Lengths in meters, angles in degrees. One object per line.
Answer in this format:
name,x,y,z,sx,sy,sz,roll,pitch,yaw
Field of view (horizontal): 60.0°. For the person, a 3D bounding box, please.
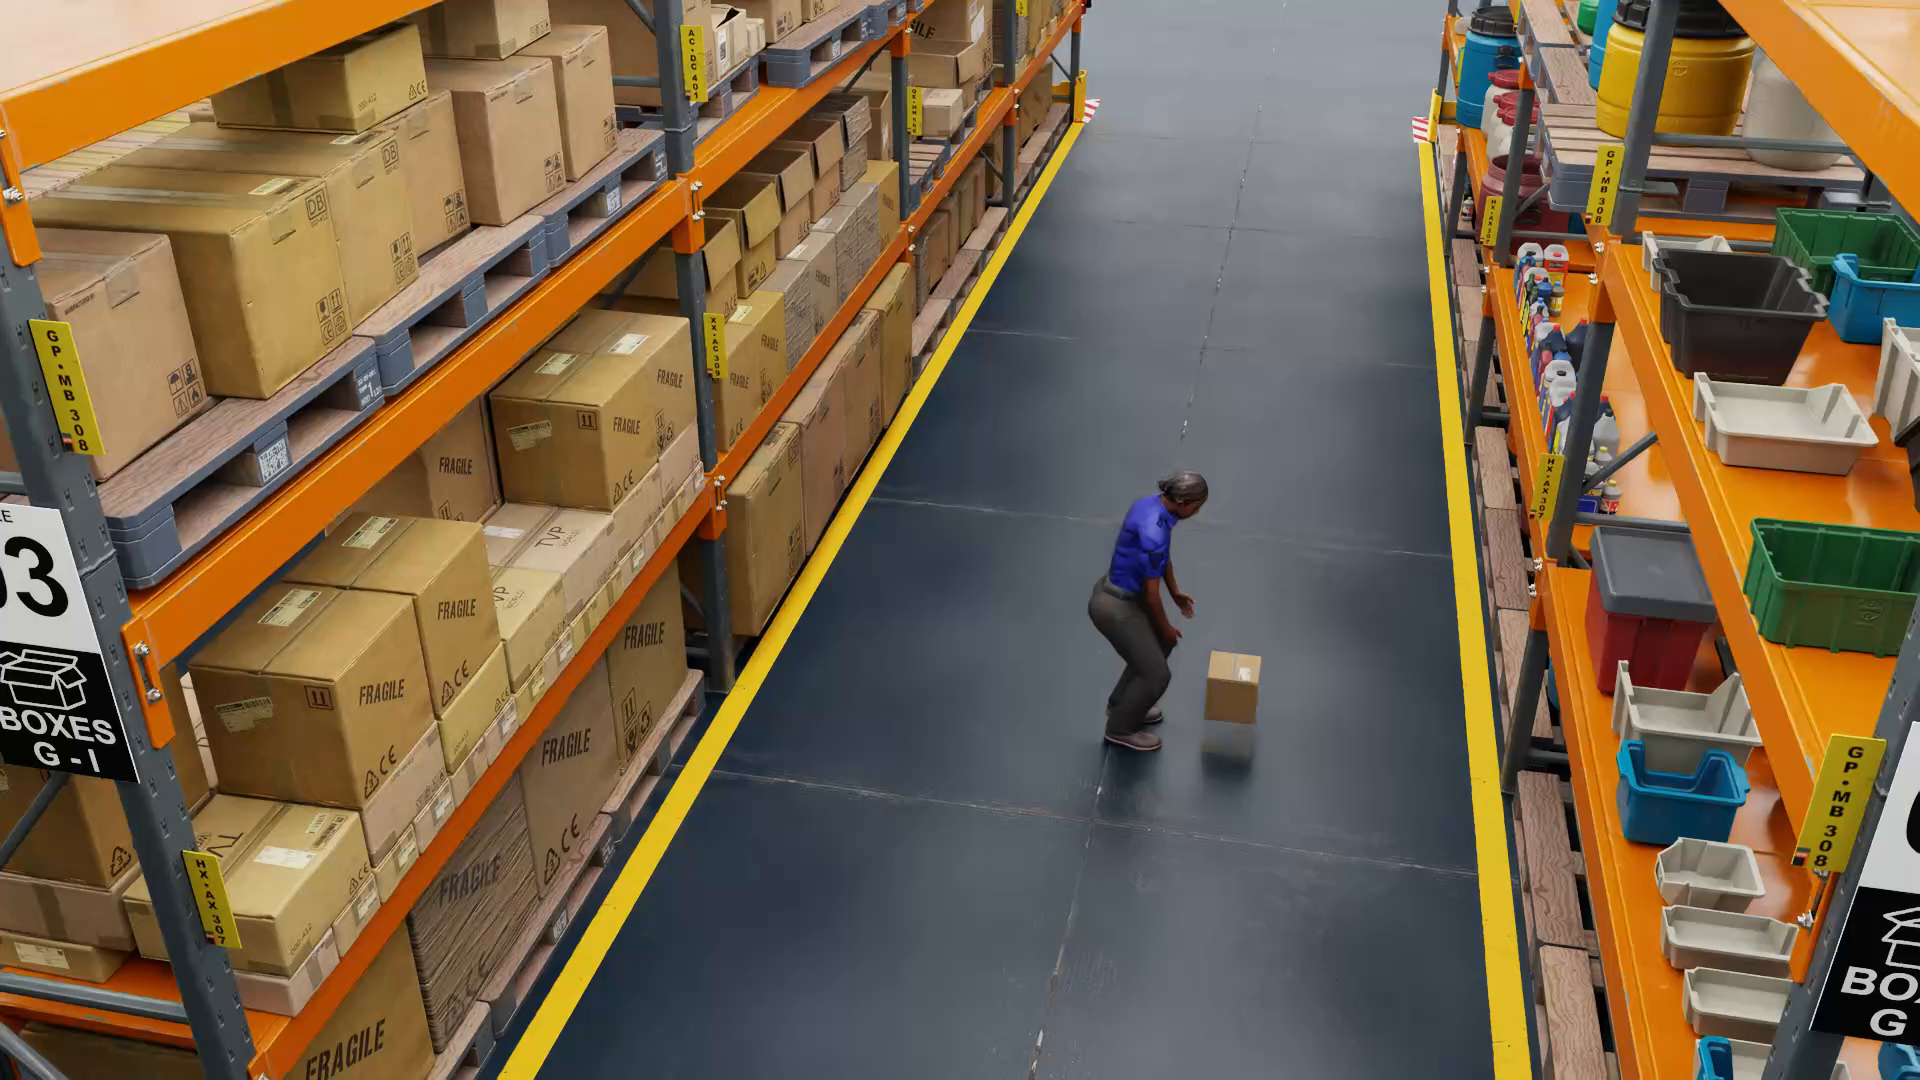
person,0.914,0.317,8.236,0.534,1.487,0.487,6,30,11
